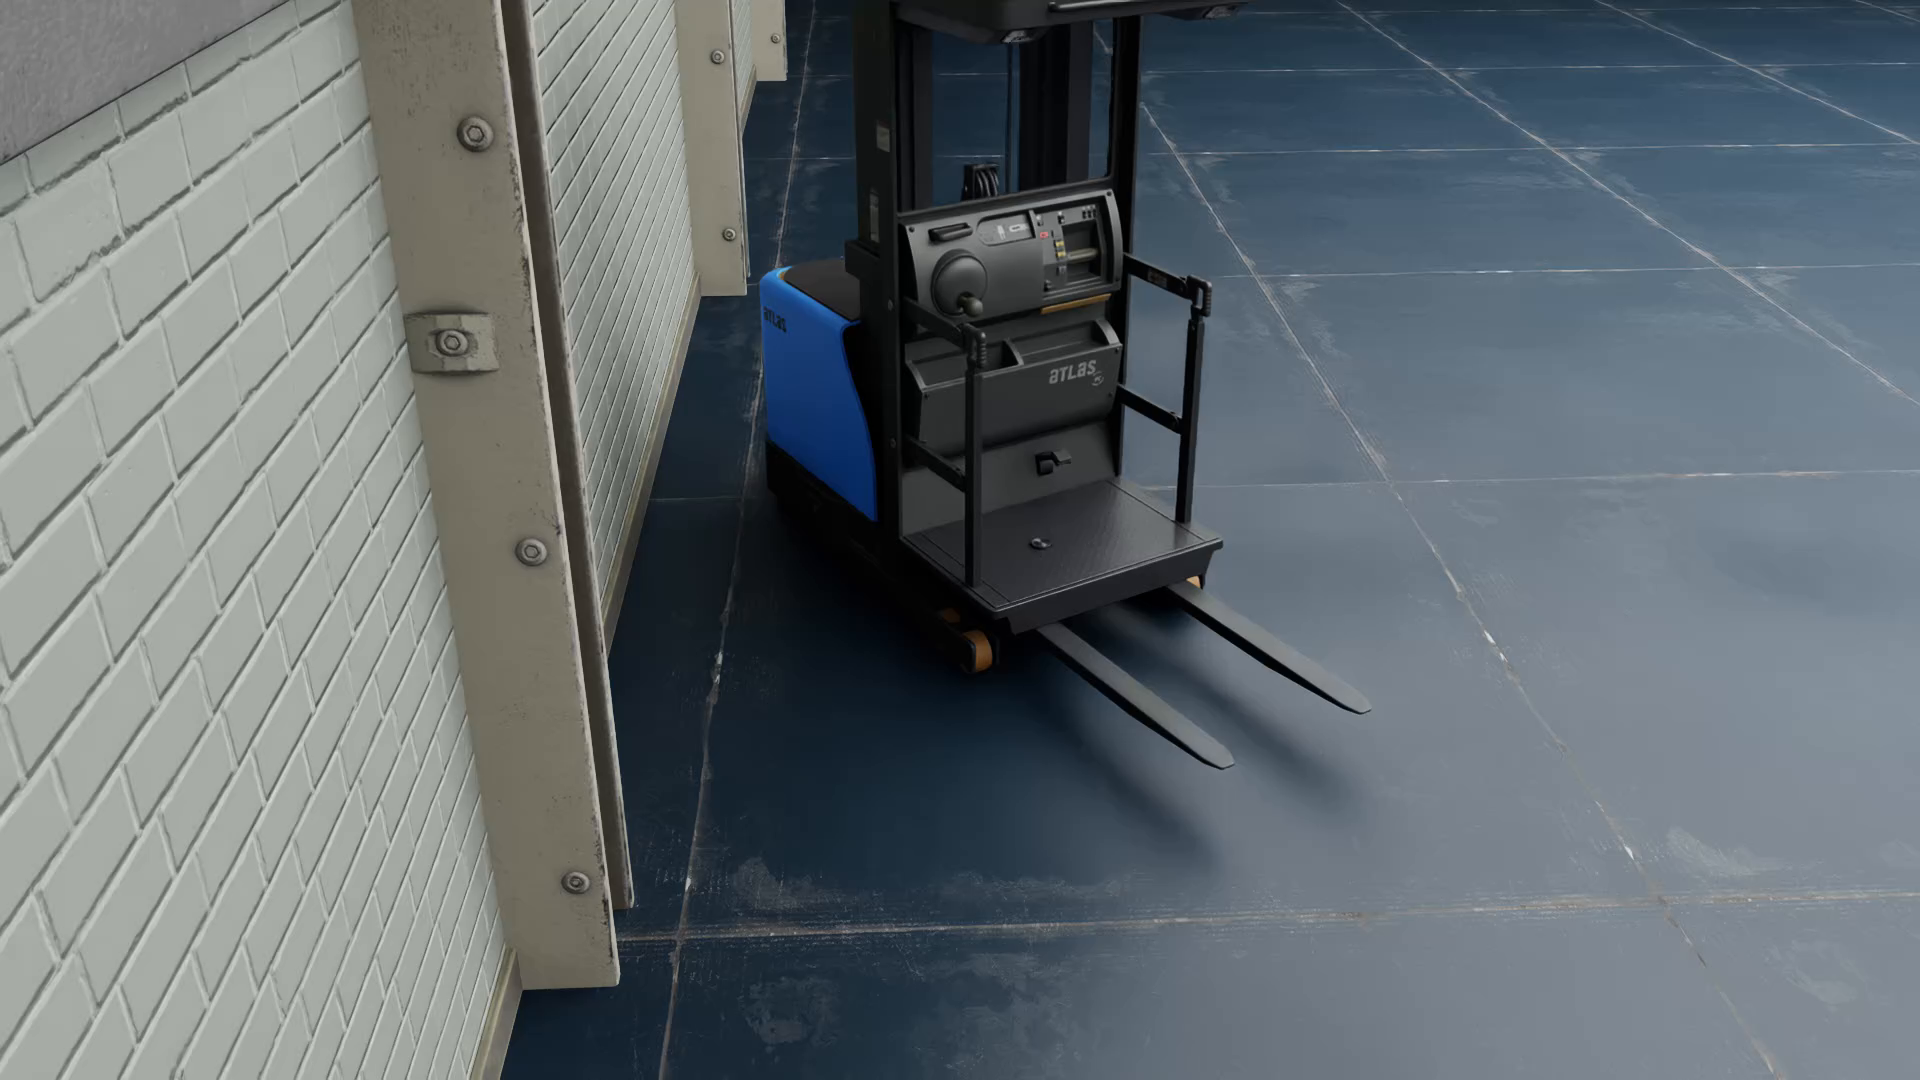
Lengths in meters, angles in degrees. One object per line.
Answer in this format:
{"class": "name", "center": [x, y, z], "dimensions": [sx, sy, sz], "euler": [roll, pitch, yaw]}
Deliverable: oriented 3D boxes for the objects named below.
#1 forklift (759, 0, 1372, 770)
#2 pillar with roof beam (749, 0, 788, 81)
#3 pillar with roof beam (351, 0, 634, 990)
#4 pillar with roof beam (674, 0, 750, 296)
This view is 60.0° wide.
{"class": "forklift", "center": [0.327, -1.041, 6.077], "dimensions": [1.130, 2.935, 3.031], "euler": [-16, 32, -28]}
{"class": "pillar with roof beam", "center": [2.523, -8.439, 13.700], "dimensions": [9.100, 9.000, 0.400], "euler": [-1, 28, -3]}
{"class": "pillar with roof beam", "center": [3.149, -2.898, 3.075], "dimensions": [9.100, 9.000, 0.400], "euler": [-1, 28, -3]}
{"class": "pillar with roof beam", "center": [2.836, -5.669, 8.388], "dimensions": [9.100, 9.000, 0.400], "euler": [-1, 28, -3]}
